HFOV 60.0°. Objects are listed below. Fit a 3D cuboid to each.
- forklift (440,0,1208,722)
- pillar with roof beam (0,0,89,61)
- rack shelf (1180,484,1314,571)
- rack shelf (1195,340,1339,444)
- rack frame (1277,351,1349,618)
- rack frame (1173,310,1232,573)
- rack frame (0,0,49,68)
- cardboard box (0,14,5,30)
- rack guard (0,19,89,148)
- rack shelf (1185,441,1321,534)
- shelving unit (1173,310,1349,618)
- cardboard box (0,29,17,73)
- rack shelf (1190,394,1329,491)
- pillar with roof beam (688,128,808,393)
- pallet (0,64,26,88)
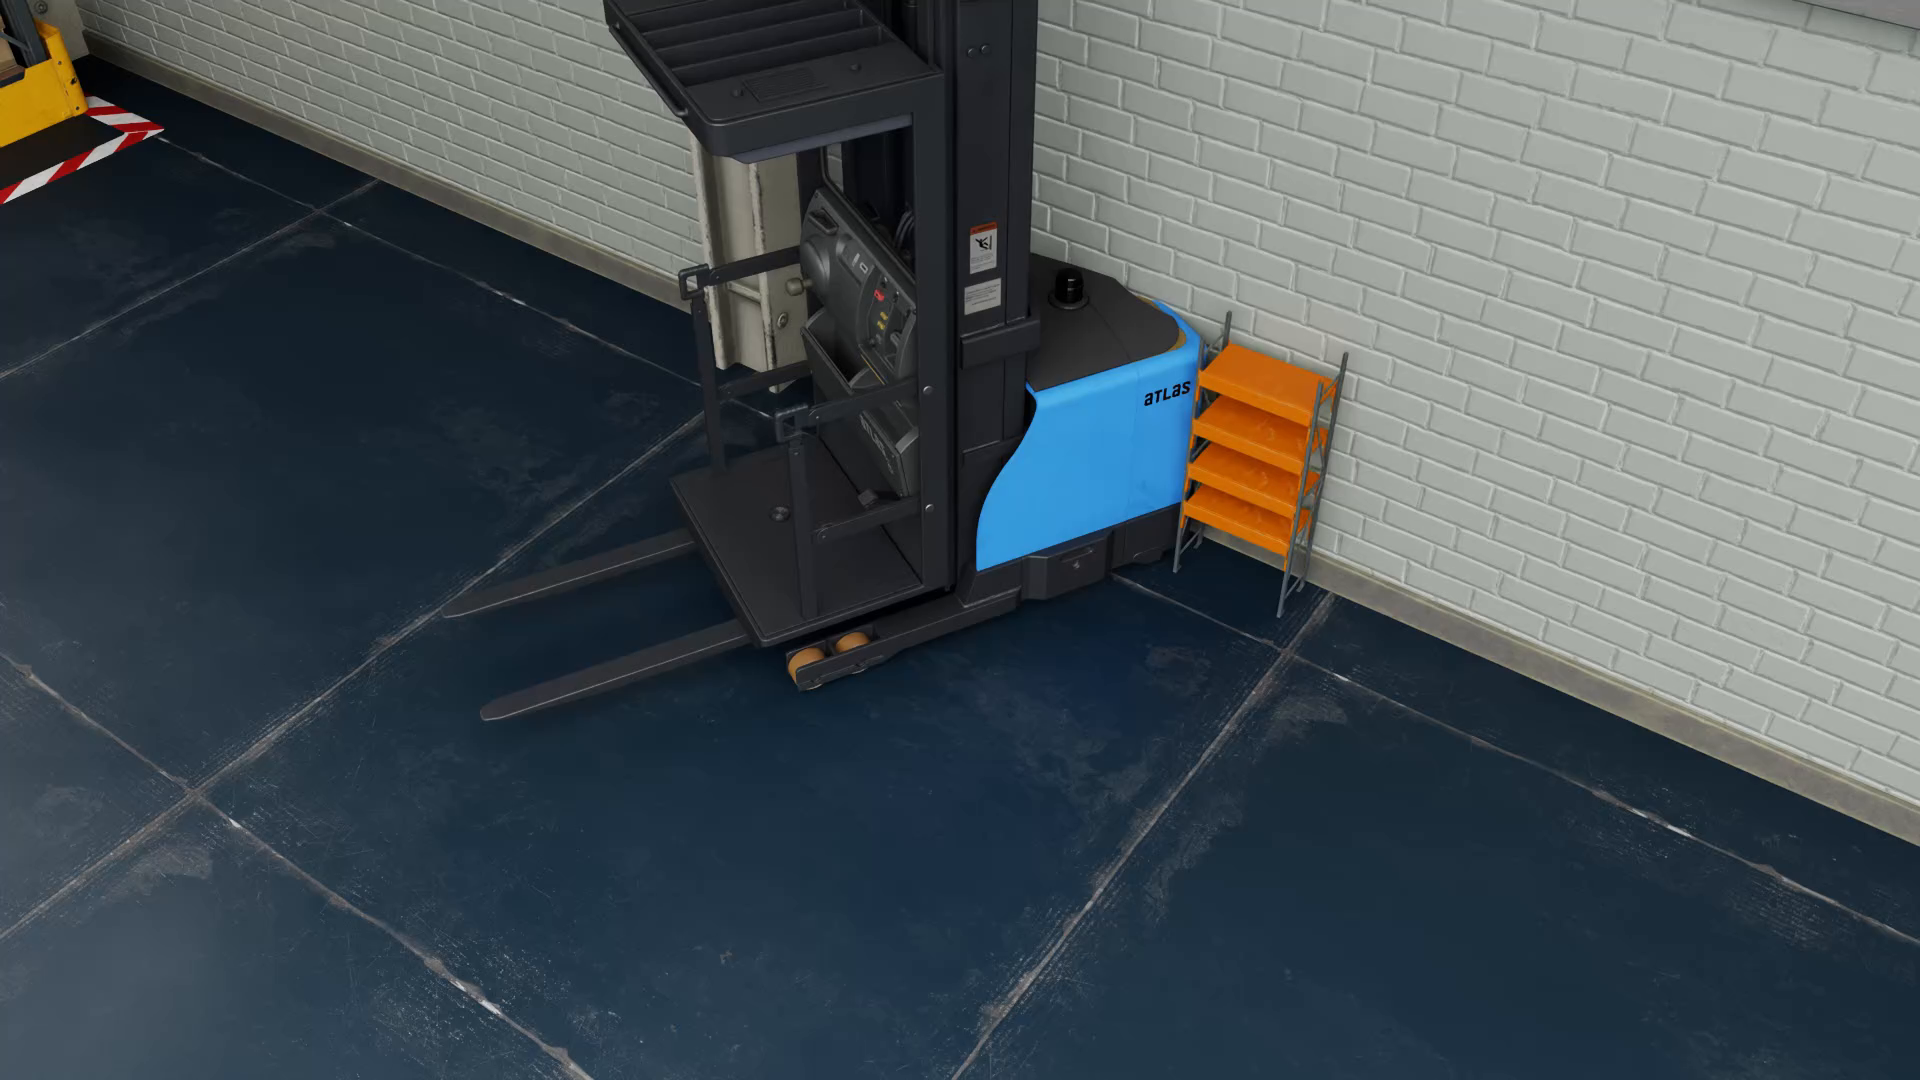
[{"bbox_3d":[-0.563,-0.905,6.063,3.031,2.935,1.130,-18,45,-19],"label":"forklift"},{"bbox_3d":[-8.342,-4.167,5.158,0.400,9.000,9.100,25,48,25],"label":"pillar with roof beam"},{"bbox_3d":[1.184,-0.085,6.844,0.480,0.148,0.258,24,47,25],"label":"rack shelf"},{"bbox_3d":[1.184,-0.576,6.405,0.480,0.148,0.258,24,47,25],"label":"rack shelf"},{"bbox_3d":[1.386,-0.192,6.565,0.015,1.200,0.240,24,47,25],"label":"rack frame"},{"bbox_3d":[0.982,-0.375,6.769,0.015,1.200,0.240,24,47,25],"label":"rack frame"},{"bbox_3d":[-5.817,-3.523,8.938,0.127,3.000,1.000,25,48,25],"label":"rack frame"},{"bbox_3d":[-6.083,-3.134,9.876,0.500,0.250,0.500,26,48,26],"label":"cardboard box"},{"bbox_3d":[-5.797,-2.582,9.761,0.348,0.500,1.175,25,48,25],"label":"rack guard"},{"bbox_3d":[1.184,-0.233,6.712,0.480,0.148,0.258,24,47,25],"label":"rack shelf"},{"bbox_3d":[1.184,-0.283,6.667,0.503,1.200,0.258,24,47,25],"label":"shelving unit"},{"bbox_3d":[-6.107,-2.950,10.044,0.500,0.250,0.500,25,48,25],"label":"cardboard box"},{"bbox_3d":[1.184,-0.400,6.563,0.480,0.148,0.258,24,47,25],"label":"rack shelf"},{"bbox_3d":[-3.429,-1.870,2.591,0.400,9.000,9.100,25,48,25],"label":"pillar with roof beam"},{"bbox_3d":[-6.467,-2.754,10.169,1.213,0.211,1.003,25,48,25],"label":"pallet"}]
